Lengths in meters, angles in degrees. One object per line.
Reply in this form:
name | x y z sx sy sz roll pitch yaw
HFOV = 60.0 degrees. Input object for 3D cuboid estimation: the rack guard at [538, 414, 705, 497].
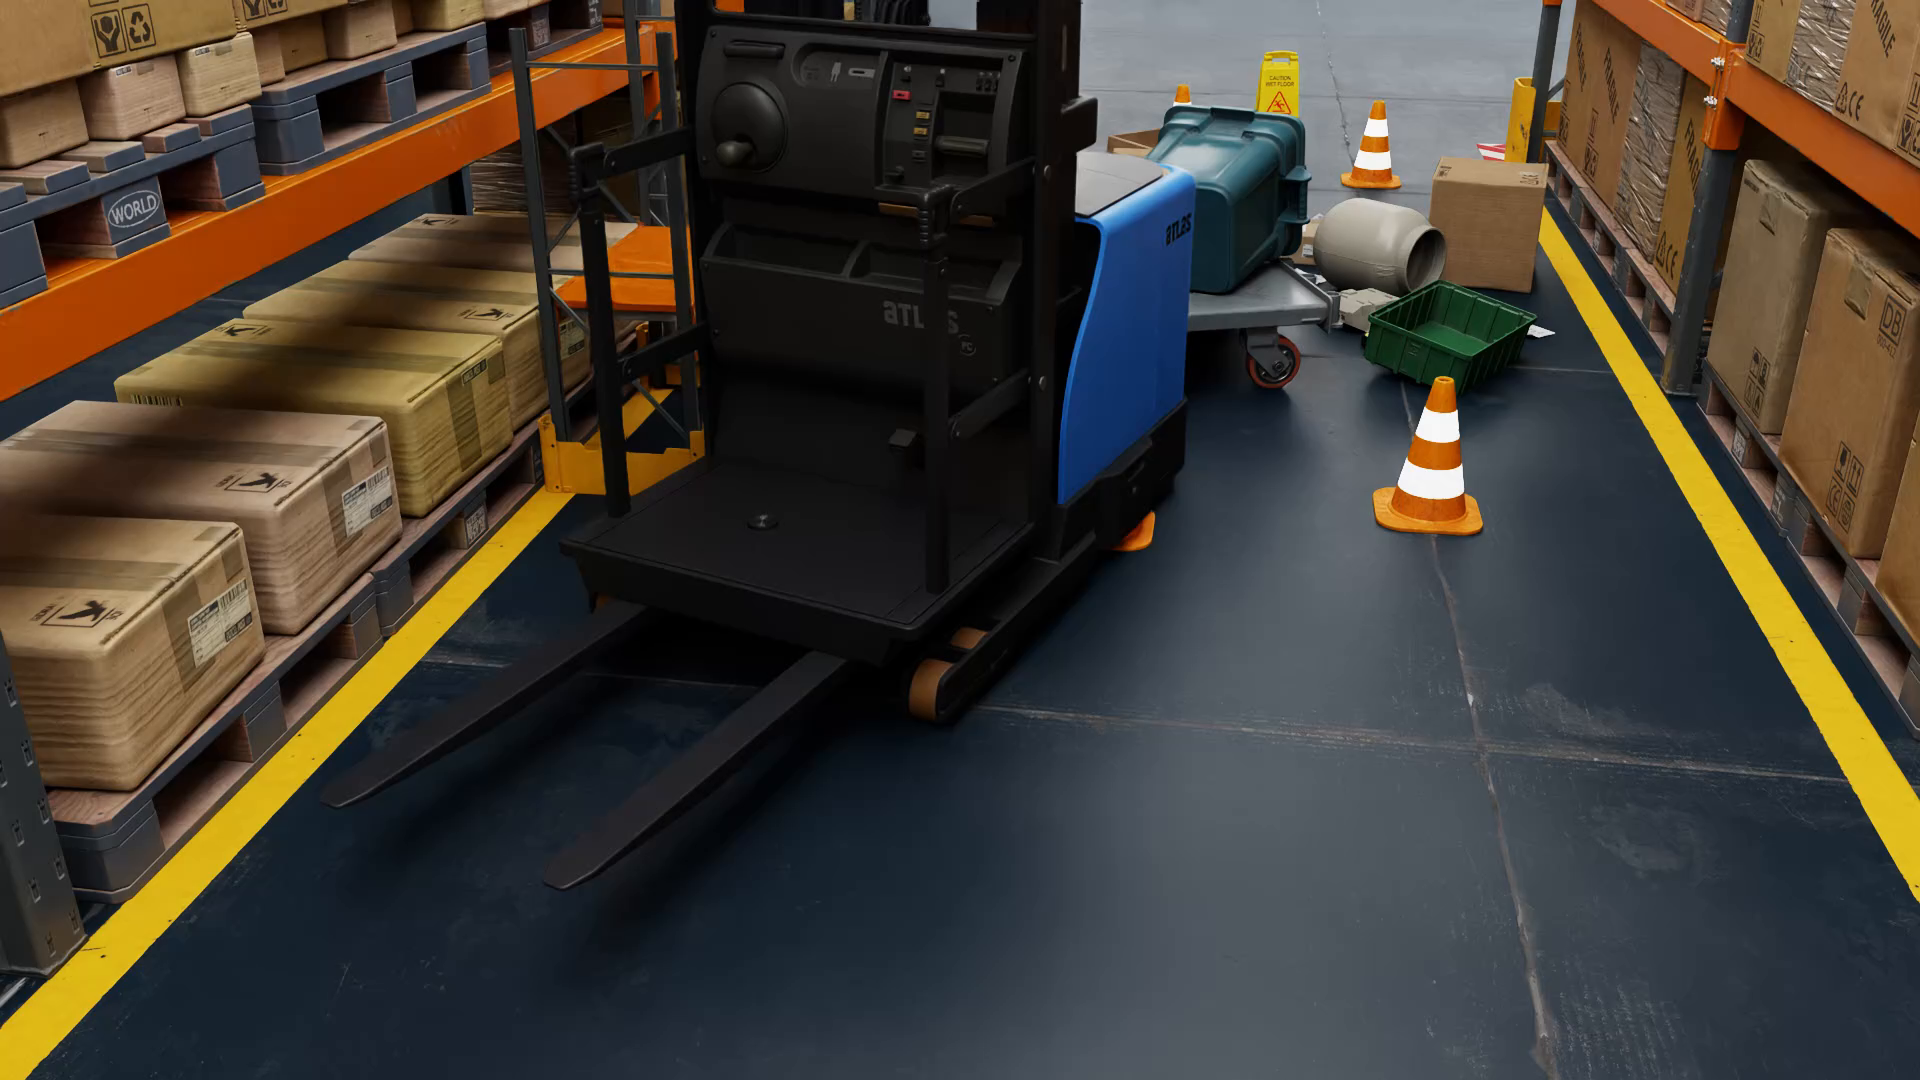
rack guard | -1.103 -0.274 5.541 0.587 0.250 0.087 4 25 8

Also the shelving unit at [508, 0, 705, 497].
shelving unit | -1.029 -1.049 5.722 0.587 1.500 1.083 4 25 8

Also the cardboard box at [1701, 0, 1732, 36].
cardboard box | 3.283 -2.127 6.080 0.875 0.550 0.550 4 25 9

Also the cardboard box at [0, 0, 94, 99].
cardboard box | -2.017 -1.074 3.043 0.500 0.500 0.500 3 25 7

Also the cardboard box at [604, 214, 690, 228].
cardboard box | -1.302 -1.378 7.404 0.500 0.250 0.500 3 25 6

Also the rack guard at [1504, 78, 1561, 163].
rack guard | 3.893 -2.455 9.905 1.175 0.500 0.348 4 25 9

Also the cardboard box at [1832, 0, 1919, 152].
cardboard box | 2.717 -1.328 4.431 0.500 0.500 0.500 4 25 8

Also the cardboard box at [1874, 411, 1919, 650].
cardboard box | 2.909 -0.017 3.906 1.050 0.750 0.750 4 25 9

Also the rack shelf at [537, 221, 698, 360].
rack shelf | -1.028 -0.890 5.807 0.538 0.185 1.000 4 25 8

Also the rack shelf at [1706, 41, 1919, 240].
rack shelf | 2.908 -0.742 4.146 1.077 0.370 4.000 4 25 9

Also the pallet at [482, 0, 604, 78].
pallet | -1.933 -1.809 5.802 1.003 0.211 1.213 4 25 9

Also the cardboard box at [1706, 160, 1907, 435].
cardboard box | 3.222 -0.810 5.600 1.050 0.750 0.750 4 25 8

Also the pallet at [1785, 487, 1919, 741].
pallet | 2.986 0.198 4.577 1.003 0.211 1.213 4 25 9

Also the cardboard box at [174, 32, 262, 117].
cardboard box | -1.847 -1.072 3.804 0.380 0.149 0.250 4 25 9

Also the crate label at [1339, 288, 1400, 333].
crate label | 1.764 -0.998 7.222 0.298 0.136 0.250 -14 29 -27

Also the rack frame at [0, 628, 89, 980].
rack frame | -2.319 -0.532 2.848 1.000 3.000 0.127 4 25 9

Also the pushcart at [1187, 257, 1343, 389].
pushcart | 0.592 -0.880 6.686 1.648 0.377 0.936 -5 25 -10

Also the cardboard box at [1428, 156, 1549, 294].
cardboard box | 2.476 -1.494 7.848 0.500 0.500 0.500 8 26 18

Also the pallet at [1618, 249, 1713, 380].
pallet | 3.436 -0.954 7.039 1.003 0.211 1.213 4 25 9

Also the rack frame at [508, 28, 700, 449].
rack frame | -1.104 -0.840 5.275 0.500 1.500 0.032 4 25 8

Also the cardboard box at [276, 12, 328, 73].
cardboard box | -1.877 -1.299 4.289 0.380 0.149 0.250 5 26 11

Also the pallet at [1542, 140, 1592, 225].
pallet | 3.835 -1.974 9.219 1.003 0.211 1.213 4 25 9

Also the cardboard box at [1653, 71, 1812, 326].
cardboard box | 3.407 -1.390 6.693 0.875 0.875 0.875 4 25 9

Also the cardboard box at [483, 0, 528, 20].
cardboard box | -1.582 -1.721 5.189 0.380 0.149 0.250 4 25 9

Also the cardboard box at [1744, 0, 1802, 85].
cardboard box | 2.884 -1.748 5.329 0.500 0.500 0.500 4 25 9

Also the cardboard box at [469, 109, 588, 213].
cardboard box | -1.833 -1.756 7.326 0.500 0.500 0.500 4 25 8

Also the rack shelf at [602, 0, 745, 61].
rack shelf | -1.338 -2.716 8.362 1.077 0.370 4.000 4 25 9

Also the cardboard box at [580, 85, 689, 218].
cardboard box | -1.302 -1.718 7.245 0.500 0.500 0.500 5 26 11

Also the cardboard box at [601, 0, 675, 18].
cardboard box | -1.297 -2.201 6.710 0.380 0.149 0.250 4 25 8

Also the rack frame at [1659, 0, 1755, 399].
rack frame | 3.235 -1.904 5.780 1.000 3.000 0.127 4 25 9

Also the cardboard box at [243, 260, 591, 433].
cardboard box | -1.862 -0.685 5.779 0.950 0.372 0.625 6 26 12

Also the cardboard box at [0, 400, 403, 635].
cardboard box | -2.104 -0.077 4.480 0.950 0.372 0.625 4 25 8

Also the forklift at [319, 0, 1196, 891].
forklift | -0.371 -1.074 4.087 1.130 2.935 3.031 12 28 25

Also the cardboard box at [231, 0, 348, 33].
cardboard box | -1.858 -1.515 3.985 0.500 0.500 0.500 4 25 9

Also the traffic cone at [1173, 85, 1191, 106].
traffic cone | 1.342 -2.525 10.099 0.336 0.463 0.334 4 25 9

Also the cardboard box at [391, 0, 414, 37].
cardboard box | -1.802 -1.518 4.756 0.380 0.149 0.250 3 25 7

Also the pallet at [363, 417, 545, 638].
pallet | -1.988 -0.105 5.224 1.003 0.211 1.213 4 25 9

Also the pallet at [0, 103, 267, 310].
pallet | -2.307 -0.751 3.542 1.213 0.211 1.003 4 25 9

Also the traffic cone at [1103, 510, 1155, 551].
traffic cone | 0.453 -0.250 5.238 0.336 0.463 0.334 4 25 9

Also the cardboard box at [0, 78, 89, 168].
cardboard box | -2.003 -0.847 3.323 0.380 0.149 0.250 2 25 5

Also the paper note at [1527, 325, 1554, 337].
paper note | 2.451 -0.904 7.144 0.147 0.020 0.142 -14 29 -27

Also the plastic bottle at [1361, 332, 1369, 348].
plastic bottle | 1.791 -0.794 6.873 0.133 0.061 0.283 -9 27 -19

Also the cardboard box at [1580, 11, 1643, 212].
cardboard box | 3.701 -2.149 8.313 0.875 0.875 0.875 4 25 8

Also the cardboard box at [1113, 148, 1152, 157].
cardboard box | 1.055 -1.507 7.716 0.797 0.637 0.503 4 25 9
